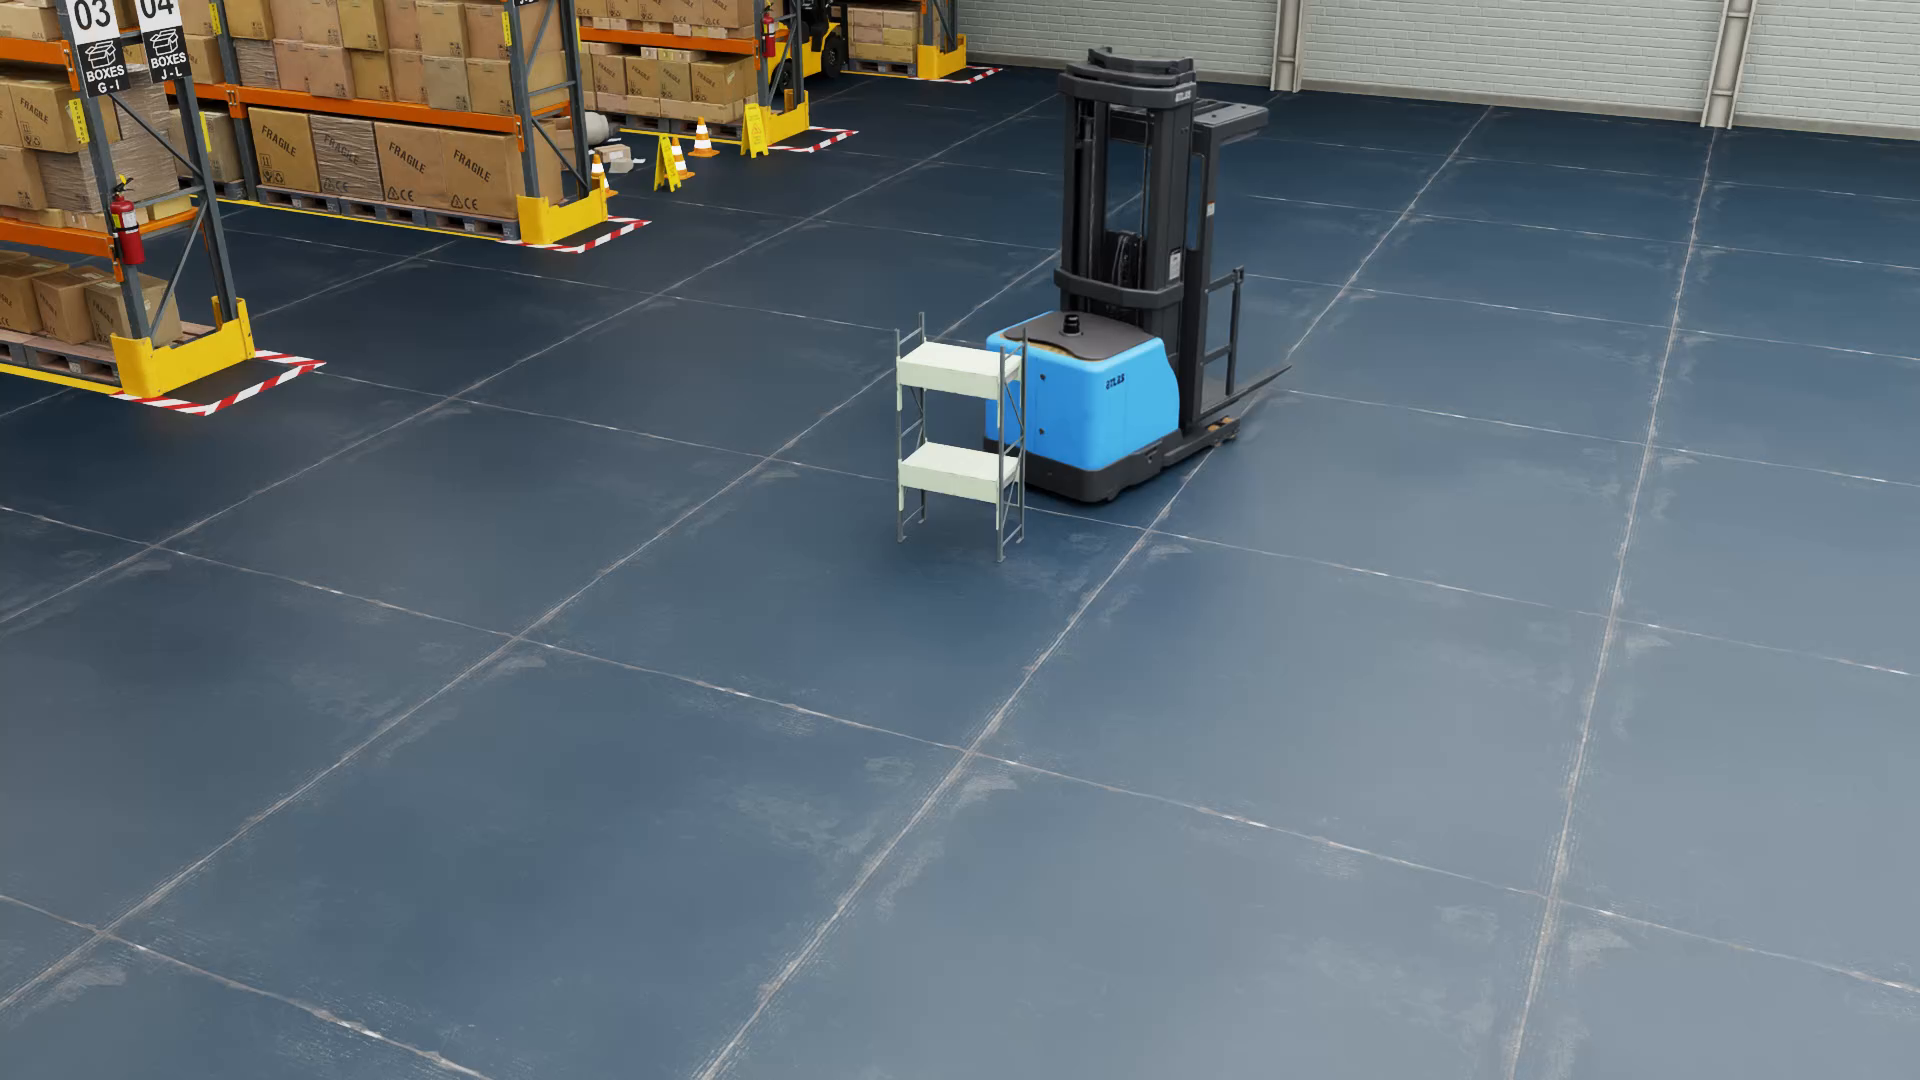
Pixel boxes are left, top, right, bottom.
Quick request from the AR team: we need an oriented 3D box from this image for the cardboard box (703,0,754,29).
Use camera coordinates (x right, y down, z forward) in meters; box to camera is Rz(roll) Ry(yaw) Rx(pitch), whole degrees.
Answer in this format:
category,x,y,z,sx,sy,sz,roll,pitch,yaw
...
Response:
category,x,y,z,sx,sy,sz,roll,pitch,yaw
cardboard box,-2.964,-6.898,21.415,0.500,0.500,0.500,11,28,21

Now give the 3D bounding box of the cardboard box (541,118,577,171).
category,x,y,z,sx,sy,sz,roll,pitch,yaw
cardboard box,-5.003,-4.915,20.663,0.637,0.503,0.797,-7,27,-14

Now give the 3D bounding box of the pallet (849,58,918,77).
category,x,y,z,sx,sy,sz,roll,pitch,yaw
pallet,-1.018,-7.600,26.447,1.213,0.211,1.003,11,28,22

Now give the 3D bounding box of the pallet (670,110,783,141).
category,x,y,z,sx,sy,sz,roll,pitch,yaw
pallet,-3.150,-5.657,22.501,1.213,0.211,1.003,11,28,22

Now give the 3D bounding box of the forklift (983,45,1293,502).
category,x,y,z,sx,sy,sz,roll,pitch,yaw
forklift,1.506,-2.153,12.305,1.130,2.935,3.031,21,33,36

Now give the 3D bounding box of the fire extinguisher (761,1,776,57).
category,x,y,z,sx,sy,sz,roll,pitch,yaw
fire extinguisher,-2.443,-6.491,21.125,0.183,0.674,0.296,11,28,22

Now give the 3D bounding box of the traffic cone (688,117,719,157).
category,x,y,z,sx,sy,sz,roll,pitch,yaw
traffic cone,-3.282,-5.153,21.193,0.334,0.463,0.336,11,28,22

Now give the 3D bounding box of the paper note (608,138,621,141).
category,x,y,z,sx,sy,sz,roll,pitch,yaw
paper note,-4.565,-5.293,21.965,0.148,0.019,0.142,2,26,4

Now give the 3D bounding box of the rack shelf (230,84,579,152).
category,x,y,z,sx,sy,sz,roll,pitch,yaw
rack shelf,-6.134,-4.766,18.348,4.000,0.370,1.077,11,28,22

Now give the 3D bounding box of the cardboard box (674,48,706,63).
category,x,y,z,sx,sy,sz,roll,pitch,yaw
cardboard box,-3.555,-6.396,21.898,0.250,0.149,0.380,12,29,23

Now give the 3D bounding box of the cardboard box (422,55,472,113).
category,x,y,z,sx,sy,sz,roll,pitch,yaw
cardboard box,-5.179,-4.931,17.701,0.550,0.550,0.875,11,28,22

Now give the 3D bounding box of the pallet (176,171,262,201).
category,x,y,z,sx,sy,sz,roll,pitch,yaw
pallet,-8.688,-4.314,19.773,1.213,0.211,1.003,11,28,22

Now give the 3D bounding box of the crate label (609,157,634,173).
category,x,y,z,sx,sy,sz,roll,pitch,yaw
crate label,-4.173,-4.617,20.474,0.298,0.136,0.250,-2,26,-5

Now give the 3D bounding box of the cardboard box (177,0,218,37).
category,x,y,z,sx,sy,sz,roll,pitch,yaw
cardboard box,-8.409,-6.036,18.869,0.500,0.500,0.700,11,28,21

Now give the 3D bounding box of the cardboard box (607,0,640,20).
category,x,y,z,sx,sy,sz,roll,pitch,yaw
cardboard box,-4.326,-7.185,21.997,0.500,0.500,0.500,12,29,22

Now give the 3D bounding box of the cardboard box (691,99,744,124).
category,x,y,z,sx,sy,sz,roll,pitch,yaw
cardboard box,-3.225,-5.730,22.131,0.500,0.250,0.500,11,28,22

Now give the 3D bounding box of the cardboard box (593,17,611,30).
category,x,y,z,sx,sy,sz,roll,pitch,yaw
cardboard box,-4.683,-6.926,22.206,0.250,0.149,0.380,12,28,22

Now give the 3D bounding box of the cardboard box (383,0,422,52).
category,x,y,z,sx,sy,sz,roll,pitch,yaw
cardboard box,-5.627,-5.578,17.792,0.550,0.550,0.875,11,28,22

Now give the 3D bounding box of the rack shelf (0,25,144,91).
category,x,y,z,sx,sy,sz,roll,pitch,yaw
rack shelf,-8.279,-4.135,13.672,4.000,0.370,1.077,11,28,22

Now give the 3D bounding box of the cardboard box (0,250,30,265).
category,x,y,z,sx,sy,sz,roll,pitch,yaw
cardboard box,-8.630,-2.272,14.824,0.500,0.500,0.500,9,28,17

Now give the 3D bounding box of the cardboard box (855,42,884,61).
category,x,y,z,sx,sy,sz,roll,pitch,yaw
cardboard box,-1.312,-7.736,26.205,0.500,0.250,0.500,11,28,22

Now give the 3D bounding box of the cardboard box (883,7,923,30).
category,x,y,z,sx,sy,sz,roll,pitch,yaw
cardboard box,-0.853,-8.090,25.792,0.500,0.250,0.500,12,29,24

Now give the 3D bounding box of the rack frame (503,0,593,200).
category,x,y,z,sx,sy,sz,roll,pitch,yaw
rack frame,-4.313,-4.723,17.446,0.127,3.000,1.000,11,28,22

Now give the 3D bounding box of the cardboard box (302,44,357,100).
category,x,y,z,sx,sy,sz,roll,pitch,yaw
cardboard box,-6.661,-5.221,18.289,0.550,0.550,0.875,11,28,22

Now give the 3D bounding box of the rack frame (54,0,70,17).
category,x,y,z,sx,sy,sz,roll,pitch,yaw
rack frame,-6.458,-5.438,12.108,0.127,3.000,1.000,11,28,22

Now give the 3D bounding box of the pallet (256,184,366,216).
category,x,y,z,sx,sy,sz,roll,pitch,yaw
pallet,-7.295,-4.033,19.202,1.213,0.211,1.003,11,28,22

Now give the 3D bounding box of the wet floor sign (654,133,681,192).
category,x,y,z,sx,sy,sz,roll,pitch,yaw
wet floor sign,-3.467,-4.457,19.573,0.232,0.644,0.267,6,27,13

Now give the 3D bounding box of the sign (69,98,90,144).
category,x,y,z,sx,sy,sz,roll,pitch,yaw
sign,-6.706,-3.189,12.662,0.005,0.325,0.100,11,28,22

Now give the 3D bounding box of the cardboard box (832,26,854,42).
category,x,y,z,sx,sy,sz,roll,pitch,yaw
cardboard box,-1.808,-8.052,26.281,0.500,0.250,0.500,11,28,21

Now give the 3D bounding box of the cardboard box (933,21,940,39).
category,x,y,z,sx,sy,sz,roll,pitch,yaw
cardboard box,-0.647,-8.077,26.330,0.500,0.250,0.500,12,29,23

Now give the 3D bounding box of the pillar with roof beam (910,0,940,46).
category,x,y,z,sx,sy,sz,roll,pitch,yaw
pillar with roof beam,-2.348,-10.178,21.735,0.400,9.000,9.100,11,28,22

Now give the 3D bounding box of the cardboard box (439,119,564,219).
category,x,y,z,sx,sy,sz,roll,pitch,yaw
cardboard box,-4.958,-4.055,18.021,0.875,0.875,0.875,12,28,22

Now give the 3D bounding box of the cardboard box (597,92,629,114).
category,x,y,z,sx,sy,sz,roll,pitch,yaw
cardboard box,-4.597,-6.012,22.703,0.500,0.250,0.500,11,28,21

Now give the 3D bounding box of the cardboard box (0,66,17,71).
category,x,y,z,sx,sy,sz,roll,pitch,yaw
cardboard box,-7.973,-3.556,13.496,0.500,0.500,0.500,11,28,22

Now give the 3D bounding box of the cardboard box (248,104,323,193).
category,x,y,z,sx,sy,sz,roll,pitch,yaw
cardboard box,-7.411,-4.546,19.018,0.875,0.875,0.875,12,29,23

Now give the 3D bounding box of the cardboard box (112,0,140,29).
category,x,y,z,sx,sy,sz,roll,pitch,yaw
cardboard box,-6.790,-4.217,13.194,0.500,0.250,0.500,12,29,23

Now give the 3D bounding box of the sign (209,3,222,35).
category,x,y,z,sx,sy,sz,roll,pitch,yaw
sign,-8.170,-5.718,18.247,0.005,0.325,0.100,11,28,22

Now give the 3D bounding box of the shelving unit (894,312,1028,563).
category,x,y,z,sx,sy,sz,roll,pitch,yaw
shelving unit,0.006,-0.672,10.916,0.755,1.500,0.431,11,28,22

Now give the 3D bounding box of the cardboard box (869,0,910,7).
category,x,y,z,sx,sy,sz,roll,pitch,yaw
cardboard box,-1.120,-8.385,26.391,0.500,0.250,0.500,11,28,22

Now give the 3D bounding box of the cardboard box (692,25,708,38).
category,x,y,z,sx,sy,sz,roll,pitch,yaw
cardboard box,-3.286,-6.658,21.662,0.250,0.149,0.380,11,28,21

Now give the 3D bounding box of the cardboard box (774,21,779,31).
category,x,y,z,sx,sy,sz,roll,pitch,yaw
cardboard box,-2.580,-6.764,21.877,0.250,0.149,0.380,11,28,22

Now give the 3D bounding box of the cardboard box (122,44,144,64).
category,x,y,z,sx,sy,sz,roll,pitch,yaw
cardboard box,-9.460,-5.672,19.261,0.500,0.500,0.500,12,29,22

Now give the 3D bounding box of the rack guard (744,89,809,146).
category,x,y,z,sx,sy,sz,roll,pitch,yaw
rack guard,-2.425,-5.624,22.107,0.348,0.500,1.175,11,28,22

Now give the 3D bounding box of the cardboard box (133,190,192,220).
category,x,y,z,sx,sy,sz,roll,pitch,yaw
cardboard box,-6.619,-2.782,13.789,0.250,0.149,0.380,11,28,22

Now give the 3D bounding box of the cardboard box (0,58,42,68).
category,x,y,z,sx,sy,sz,roll,pitch,yaw
cardboard box,-7.754,-3.769,13.927,0.500,0.500,0.500,11,28,22

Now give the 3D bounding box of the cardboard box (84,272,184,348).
category,x,y,z,sx,sy,sz,roll,pitch,yaw
cardboard box,-7.020,-1.935,14.138,0.500,0.500,0.500,17,31,31

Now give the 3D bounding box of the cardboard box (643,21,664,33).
category,x,y,z,sx,sy,sz,roll,pitch,yaw
cardboard box,-3.978,-6.807,21.964,0.250,0.149,0.380,11,28,21

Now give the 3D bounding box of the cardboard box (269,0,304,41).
category,x,y,z,sx,sy,sz,roll,pitch,yaw
cardboard box,-7.084,-5.871,18.386,0.550,0.550,0.875,11,28,22

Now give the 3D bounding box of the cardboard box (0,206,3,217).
category,x,y,z,sx,sy,sz,roll,pitch,yaw
cardboard box,-7.948,-2.825,13.877,0.250,0.149,0.380,11,28,22

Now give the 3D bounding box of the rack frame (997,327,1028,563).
category,x,y,z,sx,sy,sz,roll,pitch,yaw
rack frame,0.339,-0.605,10.780,0.023,1.500,0.400,11,28,22

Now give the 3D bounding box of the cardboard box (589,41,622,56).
category,x,y,z,sx,sy,sz,roll,pitch,yaw
cardboard box,-4.768,-6.640,22.396,0.250,0.149,0.380,13,29,25

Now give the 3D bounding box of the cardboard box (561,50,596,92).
category,x,y,z,sx,sy,sz,roll,pitch,yaw
cardboard box,-5.080,-6.445,22.732,0.500,0.500,0.500,13,29,24

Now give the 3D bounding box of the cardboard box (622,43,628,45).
category,x,y,z,sx,sy,sz,roll,pitch,yaw
cardboard box,-4.884,-6.662,23.173,0.500,0.500,0.500,12,29,23

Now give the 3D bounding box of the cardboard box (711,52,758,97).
category,x,y,z,sx,sy,sz,roll,pitch,yaw
cardboard box,-2.998,-6.286,22.409,0.500,0.500,0.500,10,28,20

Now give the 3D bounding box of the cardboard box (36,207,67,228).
category,x,y,z,sx,sy,sz,roll,pitch,yaw
cardboard box,-7.279,-2.674,13.570,0.250,0.149,0.380,11,28,22

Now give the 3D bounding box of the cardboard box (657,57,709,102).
category,x,y,z,sx,sy,sz,roll,pitch,yaw
cardboard box,-3.670,-6.158,22.151,0.500,0.500,0.500,12,29,24

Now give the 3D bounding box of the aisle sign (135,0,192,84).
category,x,y,z,sx,sy,sz,roll,pitch,yaw
aisle sign,-6.278,-4.022,13.081,0.004,0.787,0.394,11,28,22
